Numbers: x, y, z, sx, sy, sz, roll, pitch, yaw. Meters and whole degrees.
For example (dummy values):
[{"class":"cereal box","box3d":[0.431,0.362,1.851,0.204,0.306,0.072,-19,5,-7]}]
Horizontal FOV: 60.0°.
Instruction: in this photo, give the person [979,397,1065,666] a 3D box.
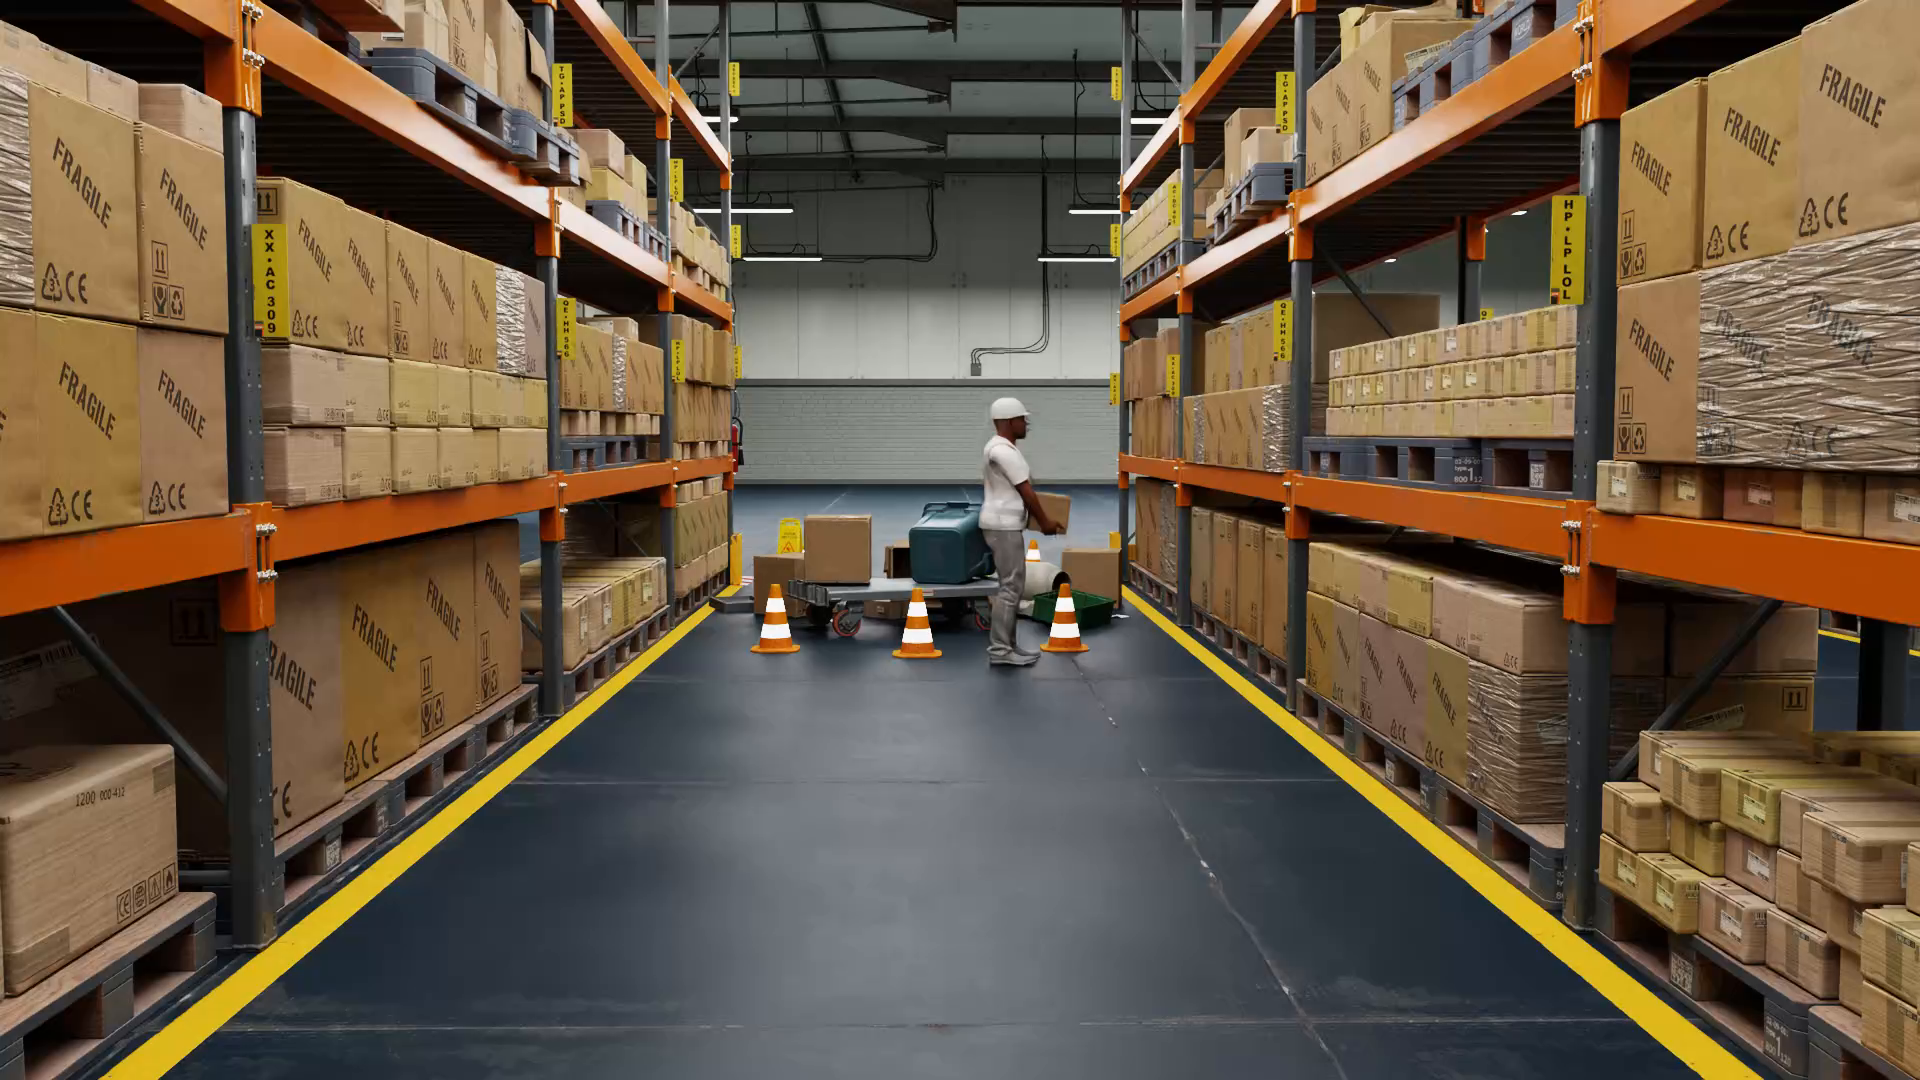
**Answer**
[{"class":"person","box3d":[0.406,-0.065,11.065,0.563,1.763,0.505,0,4,-2]}]
